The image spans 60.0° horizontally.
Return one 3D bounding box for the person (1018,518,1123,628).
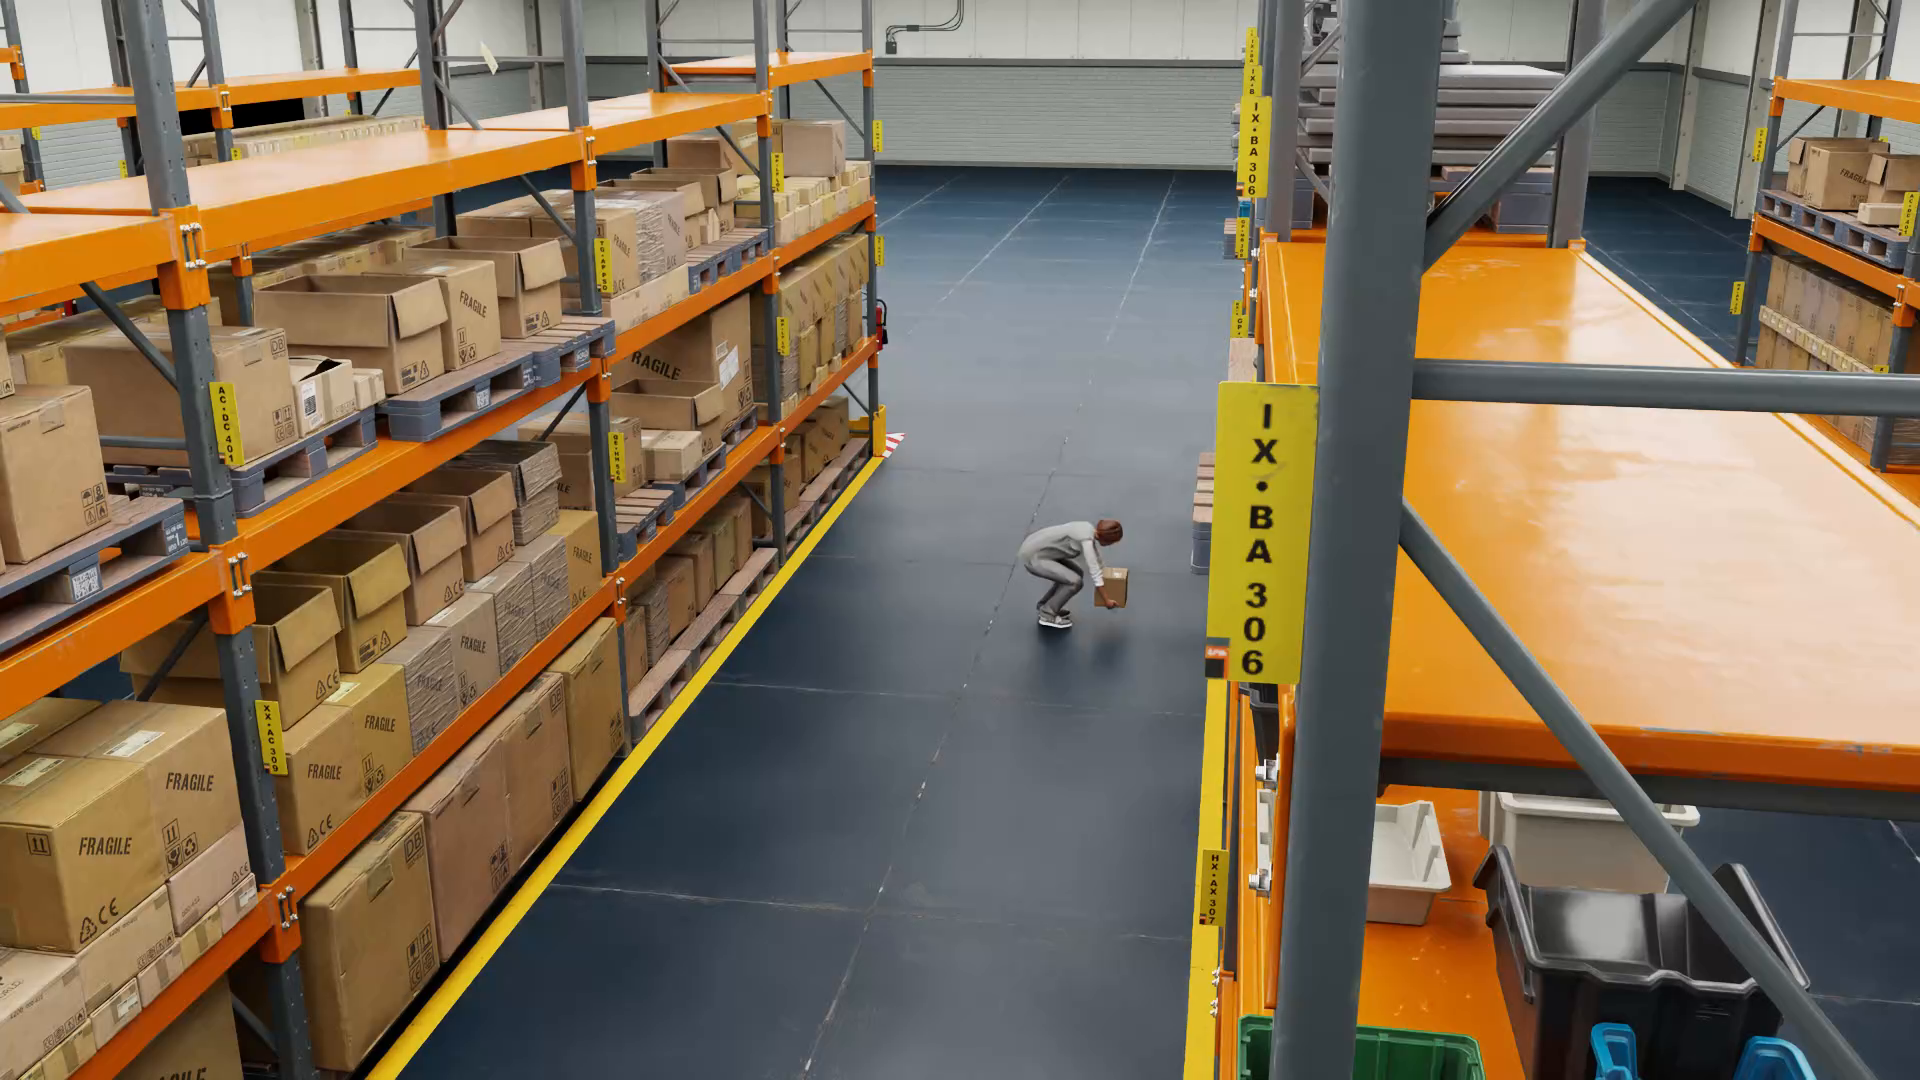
[{"bbox_3d":[0.887,0.267,13.450,0.845,0.857,0.425,2,18,7],"label":"person"}]
